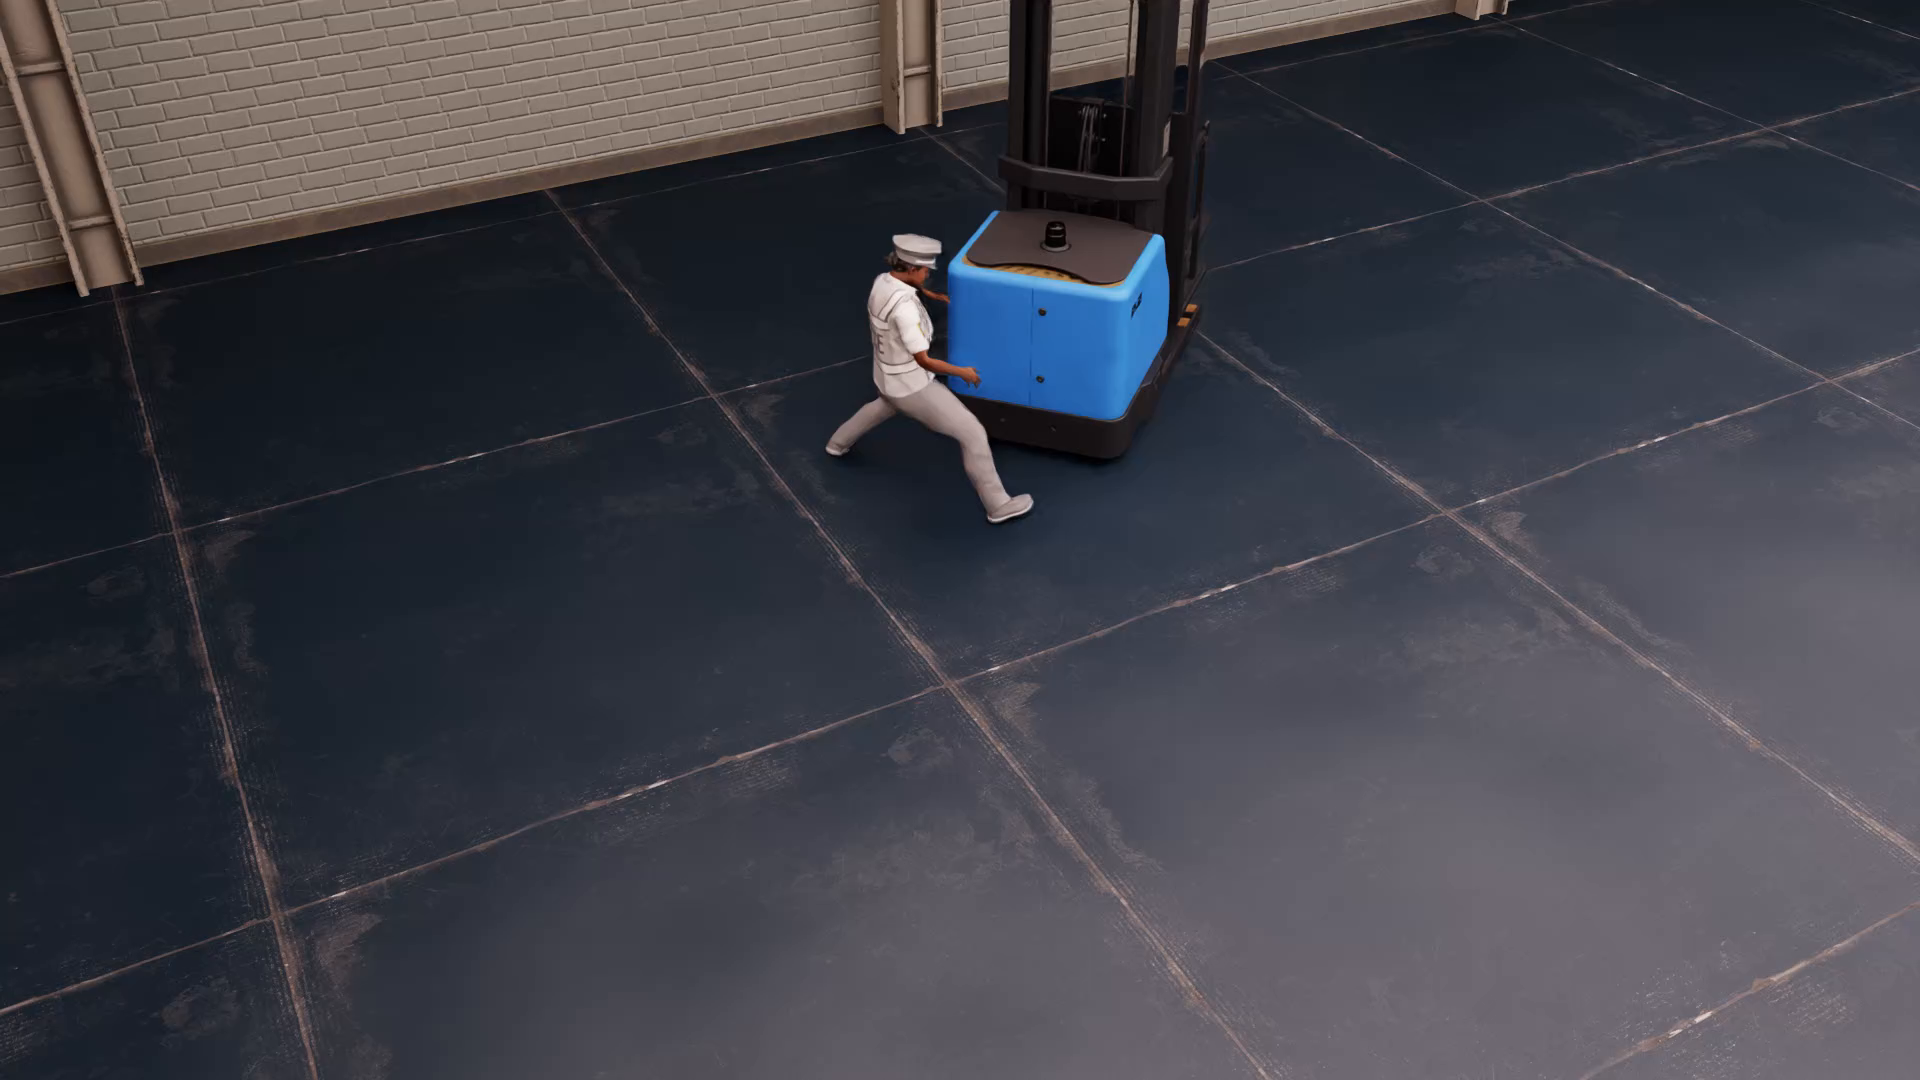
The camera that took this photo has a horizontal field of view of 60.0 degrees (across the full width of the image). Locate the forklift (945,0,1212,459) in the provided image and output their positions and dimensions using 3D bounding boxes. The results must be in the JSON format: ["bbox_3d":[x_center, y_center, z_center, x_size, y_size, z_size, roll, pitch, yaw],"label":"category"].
[{"bbox_3d":[0.894,-2.493,9.651,1.130,2.935,3.031,12,37,16],"label":"forklift"}]

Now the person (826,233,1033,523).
[{"bbox_3d":[-0.190,-0.919,8.711,0.946,1.491,1.098,-10,37,-14],"label":"person"}]
